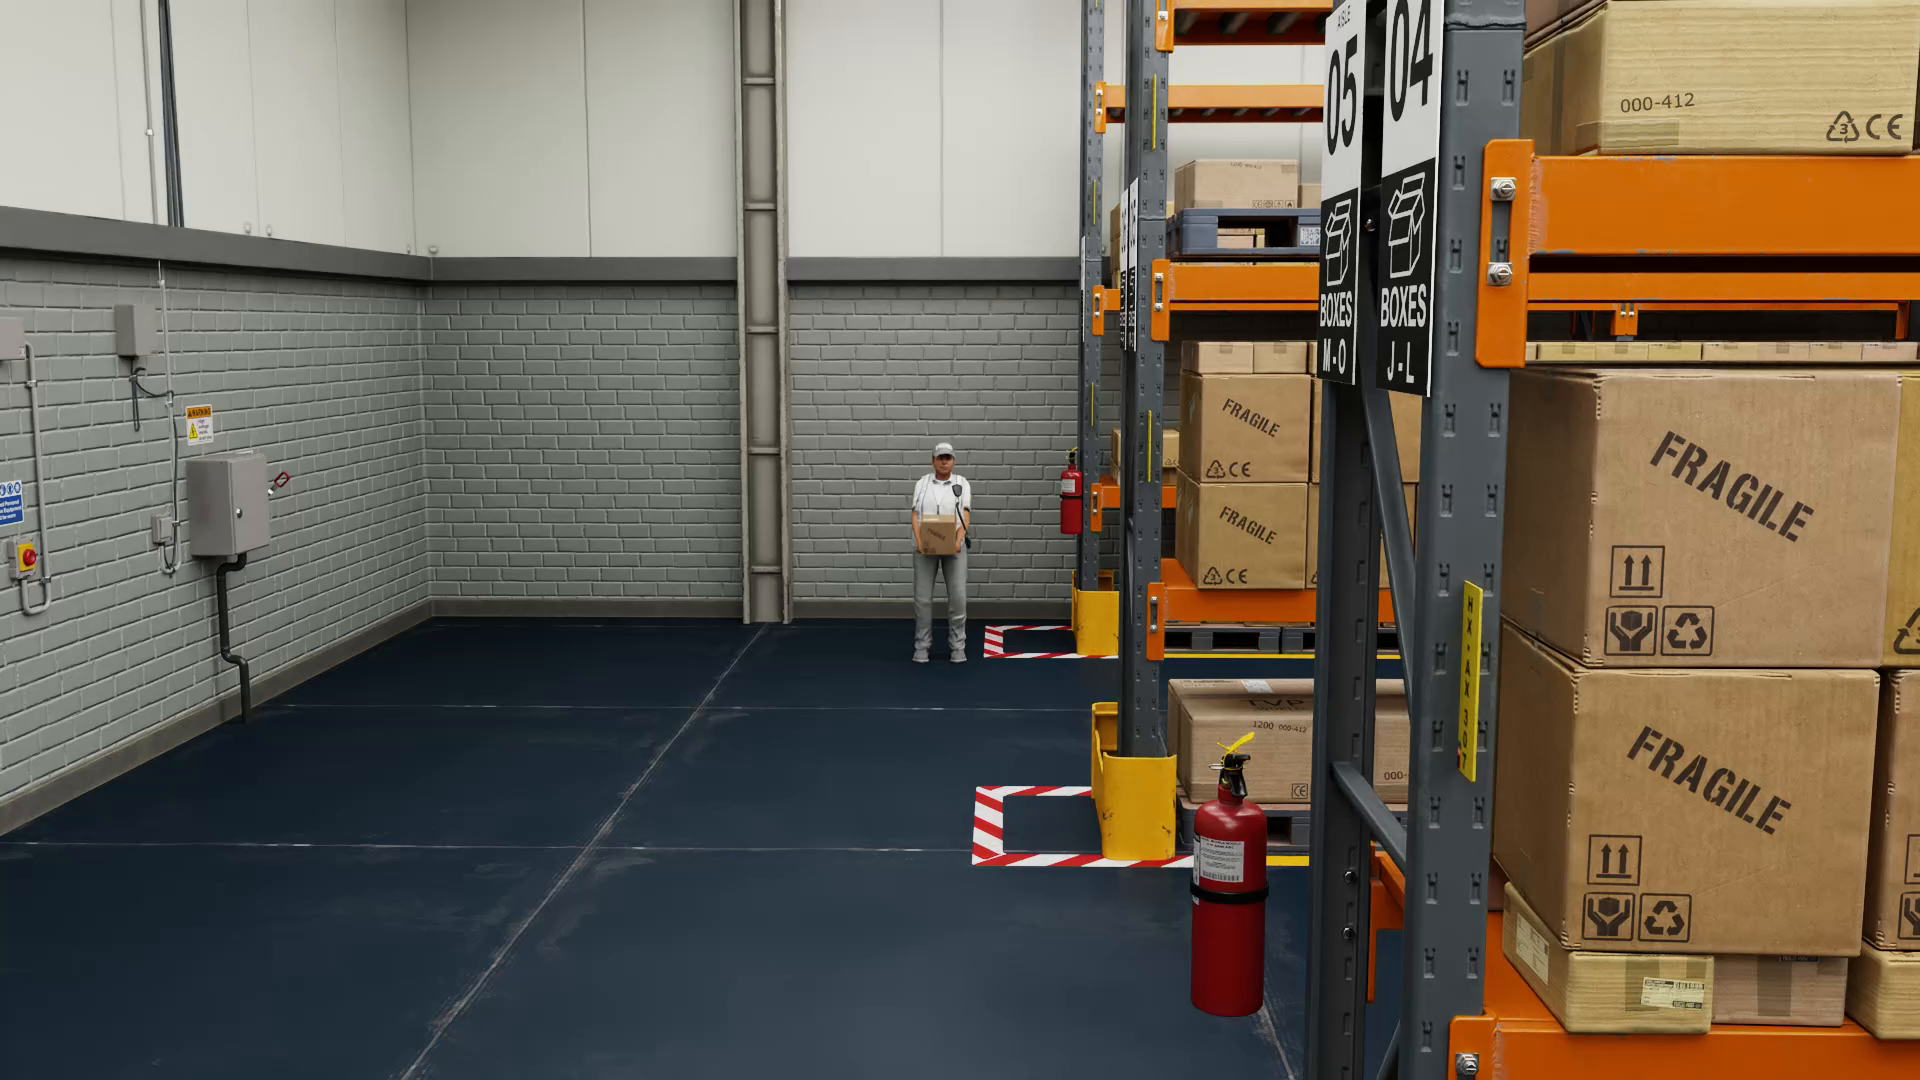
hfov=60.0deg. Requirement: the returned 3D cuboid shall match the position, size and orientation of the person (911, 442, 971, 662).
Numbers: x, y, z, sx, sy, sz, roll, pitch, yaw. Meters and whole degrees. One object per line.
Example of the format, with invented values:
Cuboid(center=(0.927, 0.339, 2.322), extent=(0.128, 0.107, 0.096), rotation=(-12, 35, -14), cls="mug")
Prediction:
Cuboid(center=(-0.144, 0.100, 12.531), extent=(0.453, 1.653, 0.541), rotation=(0, 7, 2), cls="person")
